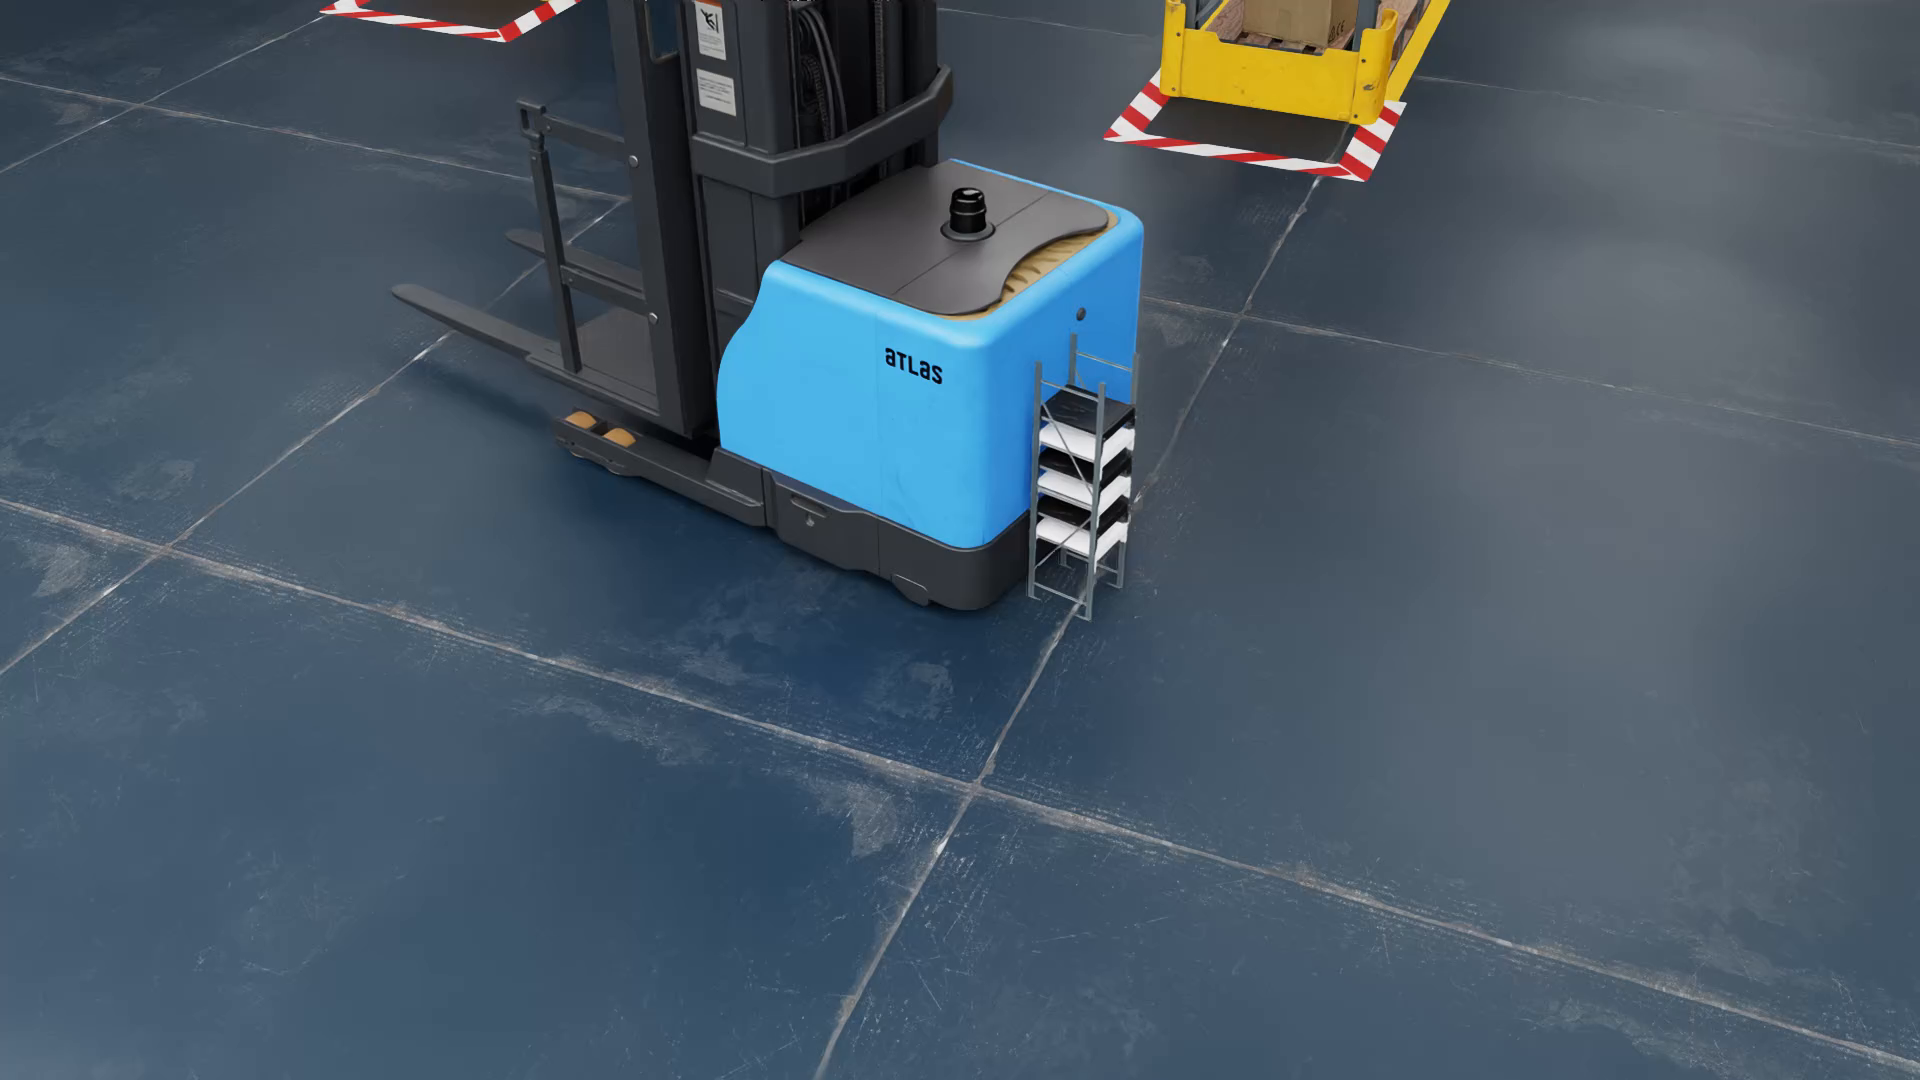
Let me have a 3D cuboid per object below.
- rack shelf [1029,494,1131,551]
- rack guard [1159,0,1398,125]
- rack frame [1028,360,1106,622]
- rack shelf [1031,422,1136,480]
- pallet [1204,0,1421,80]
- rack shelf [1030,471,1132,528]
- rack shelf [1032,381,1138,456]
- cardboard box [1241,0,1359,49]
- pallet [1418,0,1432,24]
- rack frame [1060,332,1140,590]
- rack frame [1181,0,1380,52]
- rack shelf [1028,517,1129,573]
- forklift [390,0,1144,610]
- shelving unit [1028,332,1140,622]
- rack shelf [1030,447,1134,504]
[{"bbox_3d":[0.383,-0.087,5.321,0.258,0.077,0.200,22,42,27],"label":"rack shelf"},{"bbox_3d":[1.664,-2.569,8.770,1.175,0.500,0.348,14,39,18],"label":"rack guard"},{"bbox_3d":[0.326,-0.135,5.180,0.240,0.900,0.006,22,42,27],"label":"rack frame"},{"bbox_3d":[0.383,-0.303,5.159,0.258,0.077,0.200,22,42,27],"label":"rack shelf"},{"bbox_3d":[2.006,-2.895,9.448,1.003,0.211,1.213,14,39,18],"label":"pallet"},{"bbox_3d":[0.383,-0.159,5.267,0.258,0.077,0.200,22,42,27],"label":"rack shelf"},{"bbox_3d":[0.383,-0.375,5.105,0.258,0.077,0.200,22,42,27],"label":"rack shelf"},{"bbox_3d":[1.888,-3.037,9.045,0.500,0.500,0.500,21,42,26],"label":"cardboard box"},{"bbox_3d":[2.472,-3.569,10.348,1.003,0.211,1.213,14,39,18],"label":"pallet"},{"bbox_3d":[0.440,-0.236,5.314,0.240,0.900,0.006,22,42,27],"label":"rack frame"},{"bbox_3d":[1.635,-3.529,7.965,1.000,3.000,0.127,14,39,18],"label":"rack frame"},{"bbox_3d":[0.383,-0.015,5.375,0.258,0.077,0.200,22,42,27],"label":"rack shelf"},{"bbox_3d":[-0.884,-1.646,5.504,3.031,2.935,1.130,23,43,28],"label":"forklift"},{"bbox_3d":[0.383,-0.186,5.247,0.258,0.900,0.210,22,42,27],"label":"shelving unit"},{"bbox_3d":[0.383,-0.231,5.213,0.258,0.077,0.200,22,42,27],"label":"rack shelf"}]
